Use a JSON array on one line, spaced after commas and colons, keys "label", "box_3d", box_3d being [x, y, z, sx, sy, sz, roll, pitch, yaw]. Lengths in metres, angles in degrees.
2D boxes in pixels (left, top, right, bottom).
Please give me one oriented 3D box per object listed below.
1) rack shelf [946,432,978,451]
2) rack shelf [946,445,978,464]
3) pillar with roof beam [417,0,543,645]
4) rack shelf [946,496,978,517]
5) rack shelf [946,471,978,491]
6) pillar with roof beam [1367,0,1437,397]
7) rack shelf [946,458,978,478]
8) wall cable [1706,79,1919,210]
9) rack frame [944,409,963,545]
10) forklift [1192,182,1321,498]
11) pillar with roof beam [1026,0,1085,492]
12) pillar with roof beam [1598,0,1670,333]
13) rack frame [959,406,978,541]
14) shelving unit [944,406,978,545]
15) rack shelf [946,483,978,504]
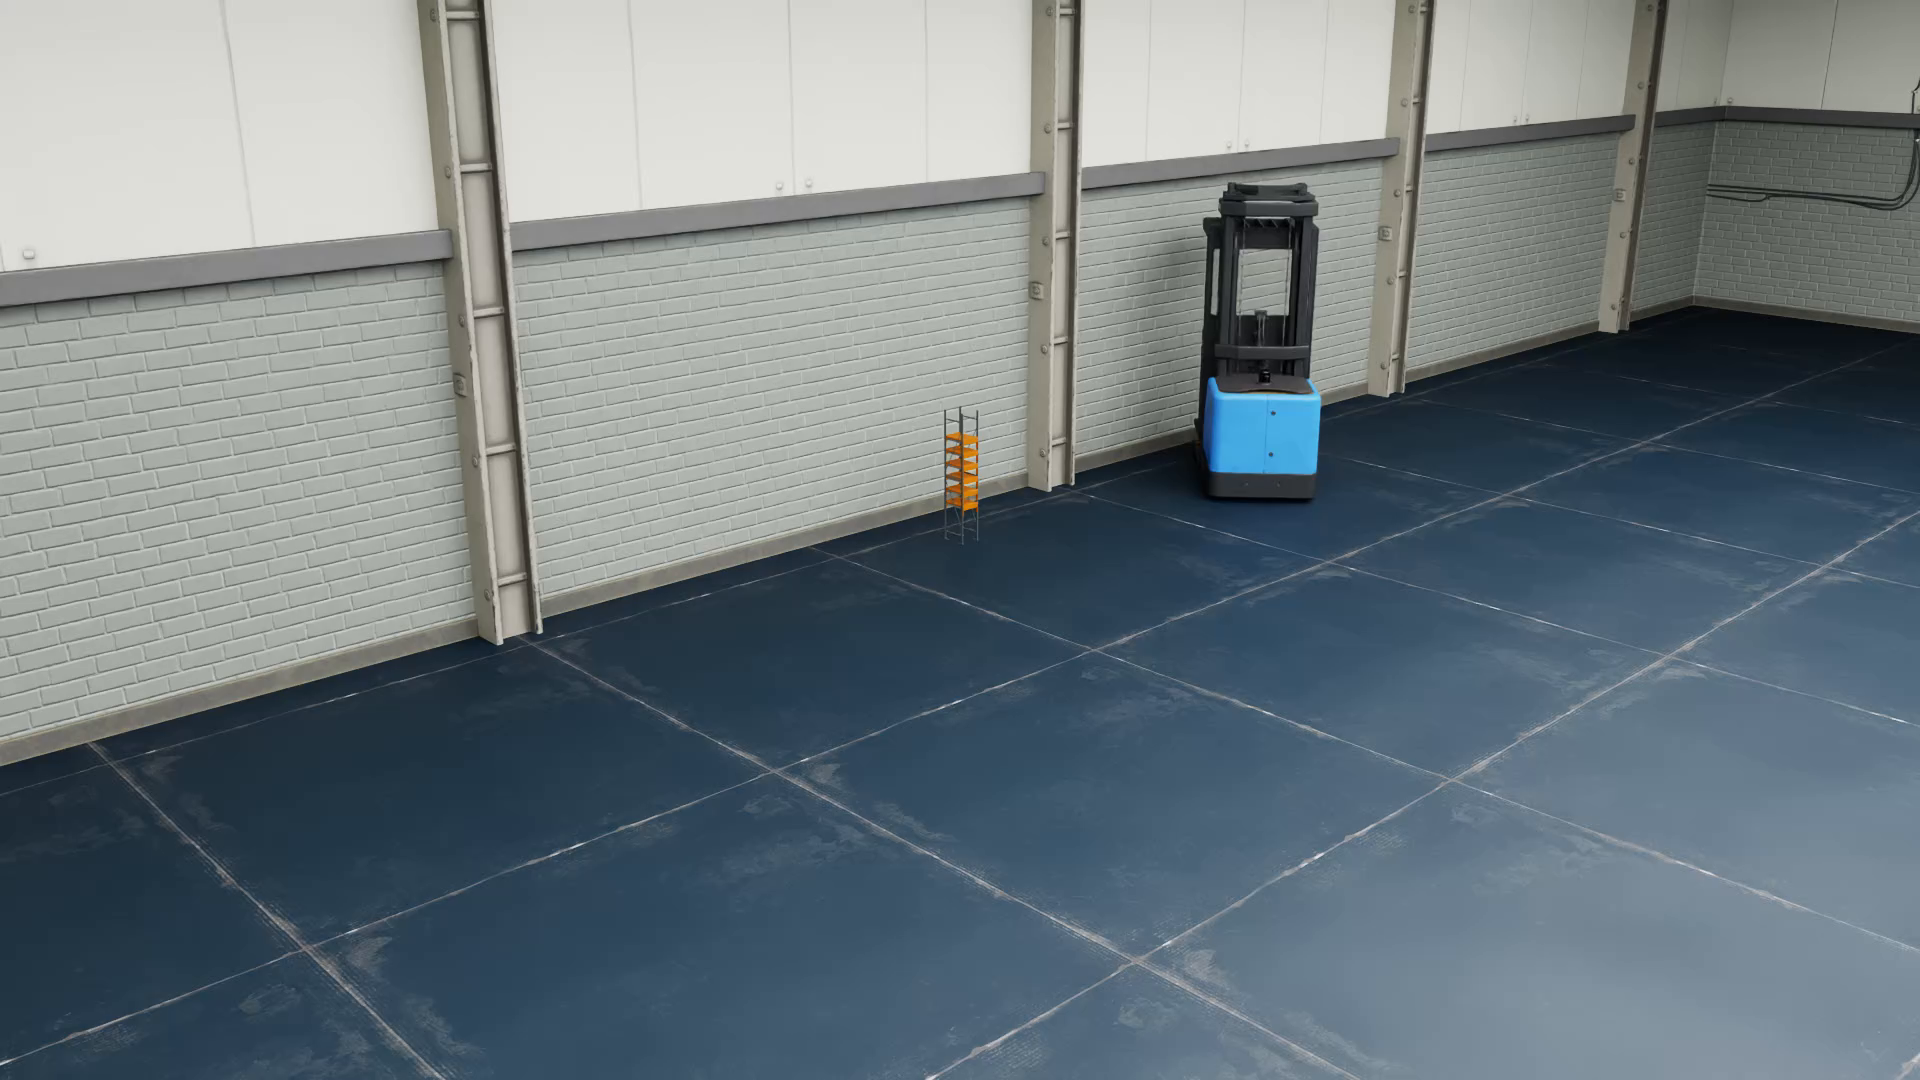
[{"label": "rack shelf", "box_3d": [0.011, -0.874, 14.712, 0.180, 0.103, 0.258, -16, 24, -41]}, {"label": "rack shelf", "box_3d": [0.011, -0.760, 14.749, 0.180, 0.103, 0.258, -16, 24, -41]}, {"label": "pillar with roof beam", "box_3d": [-0.495, -2.598, 8.408, 0.400, 9.000, 9.100, -16, 24, -41]}, {"label": "rack shelf", "box_3d": [0.011, -0.303, 14.897, 0.180, 0.103, 0.258, -16, 24, -41]}, {"label": "rack shelf", "box_3d": [0.011, -0.532, 14.823, 0.180, 0.103, 0.258, -16, 24, -41]}, {"label": "pillar with roof beam", "box_3d": [8.224, -5.141, 16.251, 0.400, 9.000, 9.100, -16, 24, -41]}, {"label": "rack shelf", "box_3d": [0.011, -0.646, 14.786, 0.180, 0.103, 0.258, -16, 24, -41]}, {"label": "wall cable", "box_3d": [12.675, -6.228, 24.638, 0.112, 2.526, 3.097, -16, 24, -41]}, {"label": "rack frame", "box_3d": [-0.056, -0.554, 14.749, 0.006, 1.200, 0.240, -16, 24, -41]}, {"label": "forklift", "box_3d": [3.020, -2.200, 17.017, 1.130, 2.935, 3.031, 1, 18, 4]}, {"label": "pillar with roof beam", "box_3d": [3.864, -3.870, 12.330, 0.400, 9.000, 9.100, -16, 24, -41]}, {"label": "pillar with roof beam", "box_3d": [12.584, -6.413, 20.172, 0.400, 9.000, 9.100, -16, 24, -41]}, {"label": "rack frame", "box_3d": [0.077, -0.593, 14.869, 0.006, 1.200, 0.240, -16, 24, -41]}, {"label": "shelving unit", "box_3d": [0.011, -0.574, 14.809, 0.189, 1.200, 0.258, -16, 24, -41]}, {"label": "rack shelf", "box_3d": [0.011, -0.417, 14.860, 0.180, 0.103, 0.258, -16, 24, -41]}]
